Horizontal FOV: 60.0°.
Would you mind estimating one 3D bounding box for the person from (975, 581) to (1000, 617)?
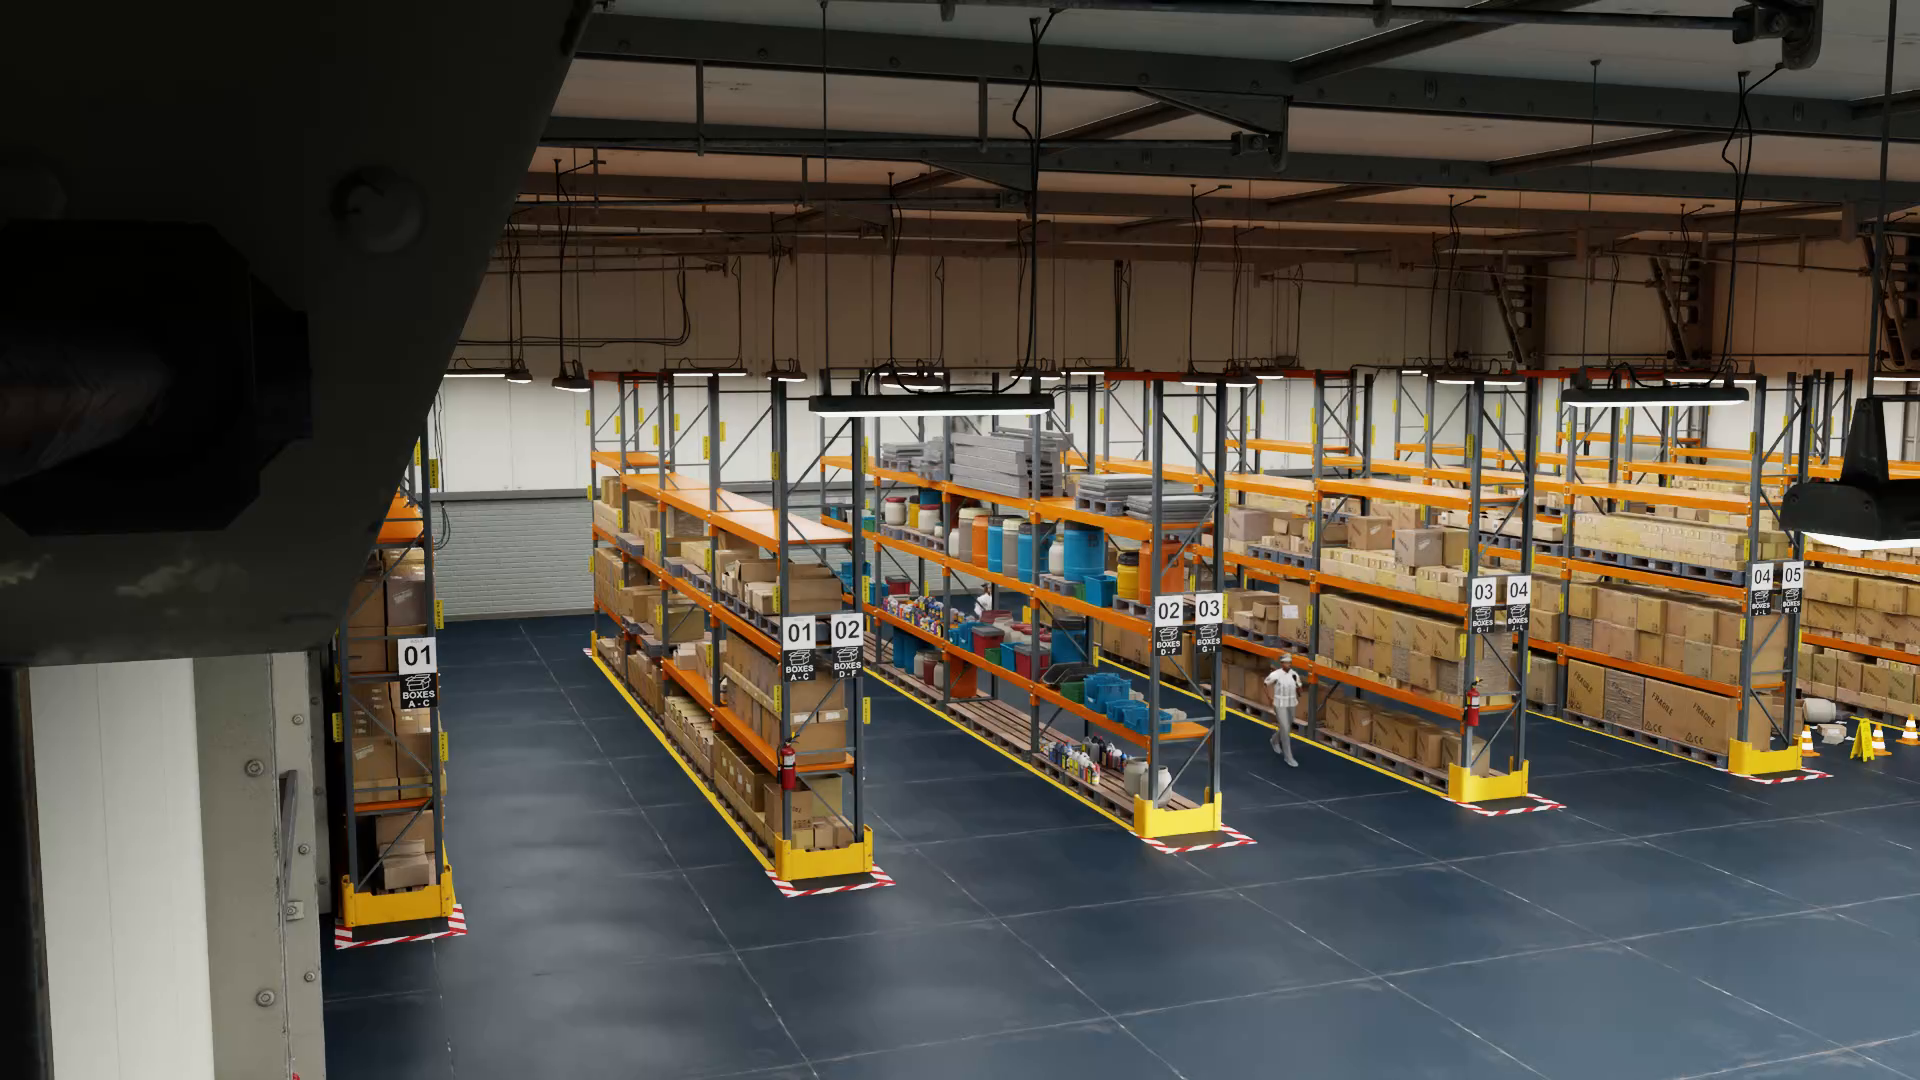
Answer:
[{"bbox_3d":[0.569,1.669,34.553,0.602,1.665,0.637,-5,8,-37],"label":"person"}]

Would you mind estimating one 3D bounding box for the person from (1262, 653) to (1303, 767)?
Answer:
[{"bbox_3d":[5.045,2.587,25.843,0.570,1.698,0.929,-3,7,-21],"label":"person"}]
